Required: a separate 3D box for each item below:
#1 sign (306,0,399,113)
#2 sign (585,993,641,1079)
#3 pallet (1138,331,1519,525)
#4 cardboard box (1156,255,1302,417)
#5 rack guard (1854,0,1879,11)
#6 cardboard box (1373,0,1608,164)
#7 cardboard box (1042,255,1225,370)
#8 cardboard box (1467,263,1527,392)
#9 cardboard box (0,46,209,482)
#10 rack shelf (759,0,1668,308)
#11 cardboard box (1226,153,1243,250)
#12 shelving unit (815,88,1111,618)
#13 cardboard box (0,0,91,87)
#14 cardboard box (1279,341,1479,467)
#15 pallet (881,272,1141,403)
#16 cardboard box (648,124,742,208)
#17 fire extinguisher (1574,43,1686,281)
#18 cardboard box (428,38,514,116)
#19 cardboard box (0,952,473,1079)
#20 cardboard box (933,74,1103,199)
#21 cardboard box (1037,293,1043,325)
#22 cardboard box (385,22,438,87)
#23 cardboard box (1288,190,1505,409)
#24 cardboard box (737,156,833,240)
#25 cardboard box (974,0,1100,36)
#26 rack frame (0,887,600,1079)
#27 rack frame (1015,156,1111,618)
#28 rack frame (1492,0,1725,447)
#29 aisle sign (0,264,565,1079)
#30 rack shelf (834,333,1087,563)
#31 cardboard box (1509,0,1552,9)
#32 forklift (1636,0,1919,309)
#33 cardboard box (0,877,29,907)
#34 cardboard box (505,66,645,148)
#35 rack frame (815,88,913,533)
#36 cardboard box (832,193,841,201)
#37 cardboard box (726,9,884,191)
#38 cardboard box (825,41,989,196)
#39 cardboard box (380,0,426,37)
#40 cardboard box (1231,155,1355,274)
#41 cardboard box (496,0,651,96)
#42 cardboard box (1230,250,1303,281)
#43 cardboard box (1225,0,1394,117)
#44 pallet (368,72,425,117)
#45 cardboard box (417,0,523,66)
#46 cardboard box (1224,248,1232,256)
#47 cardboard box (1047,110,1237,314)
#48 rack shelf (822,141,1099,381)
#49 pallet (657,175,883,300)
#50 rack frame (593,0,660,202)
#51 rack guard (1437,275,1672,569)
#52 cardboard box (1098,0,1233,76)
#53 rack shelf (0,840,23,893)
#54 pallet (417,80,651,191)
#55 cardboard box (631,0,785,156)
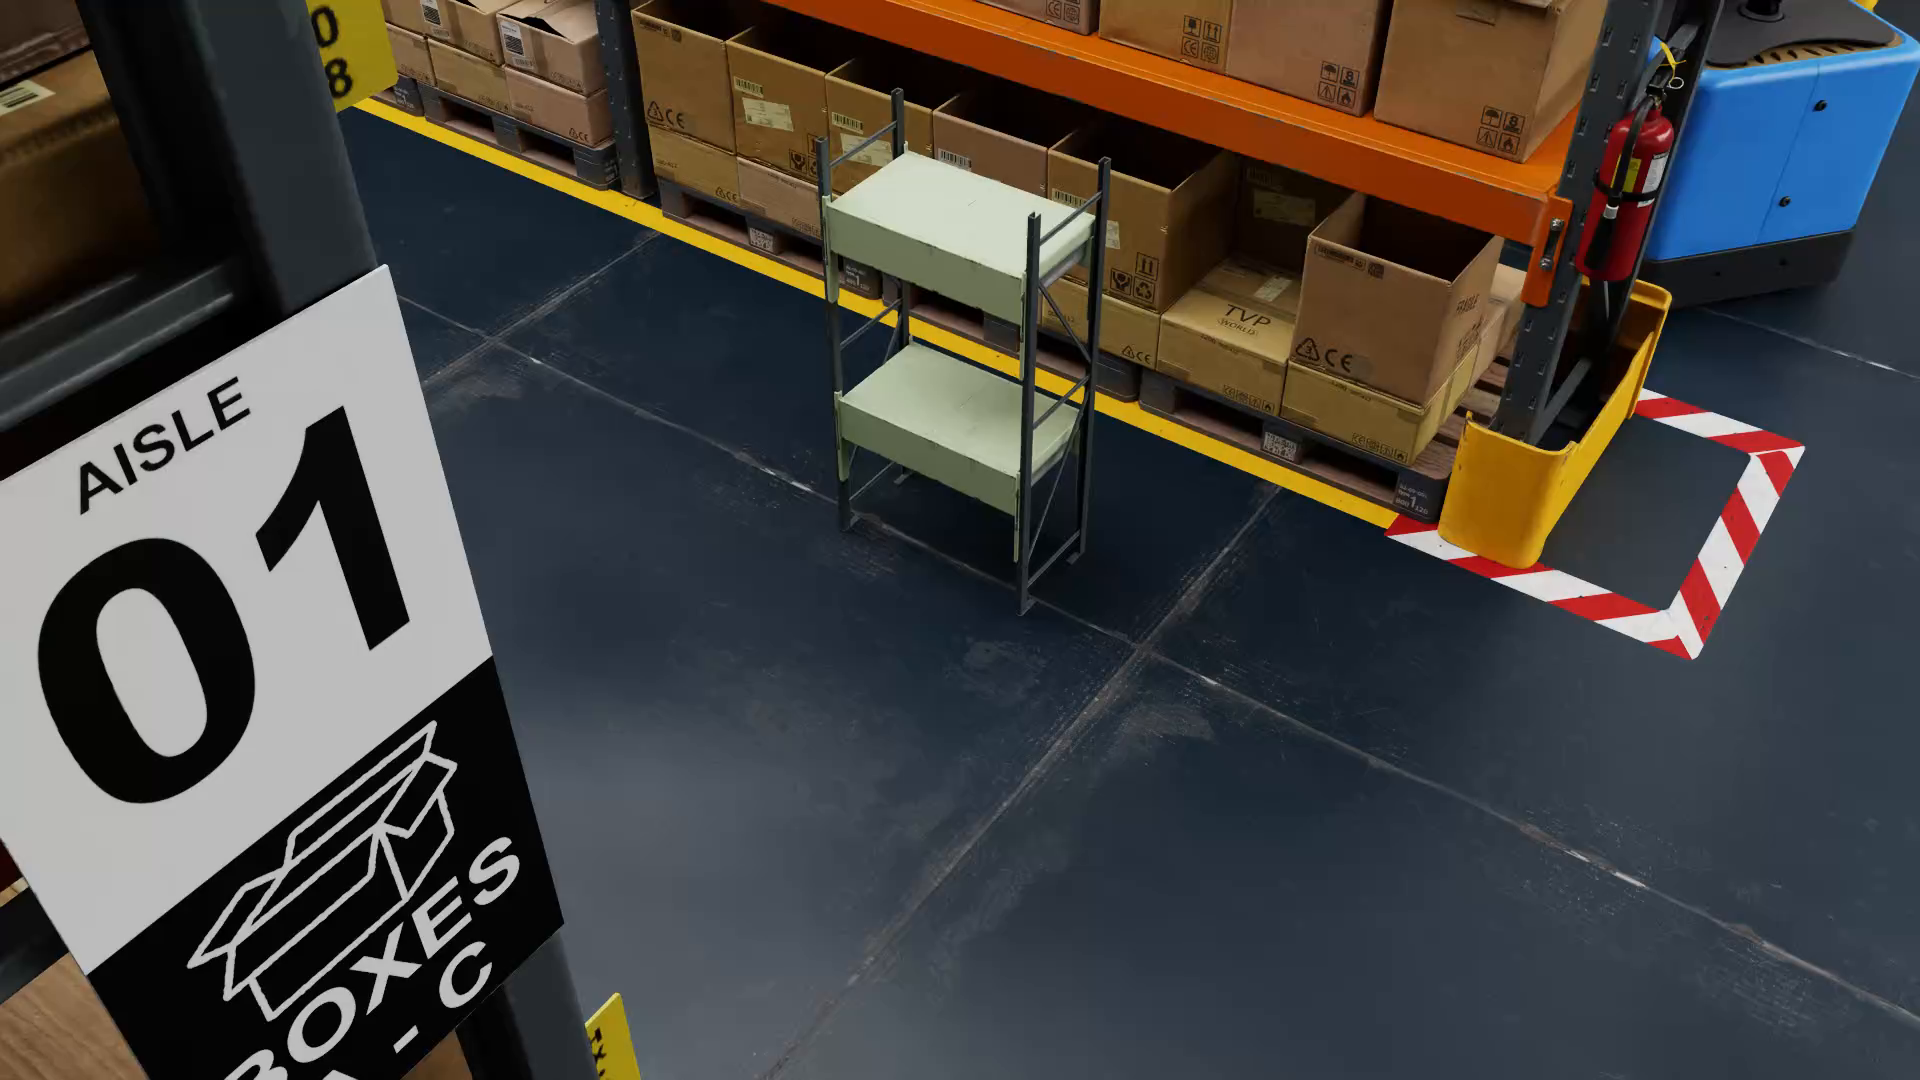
[{"bbox_3d":[-0.439,-0.429,1.075,0.005,0.325,0.100,25,48,25],"label":"sign"},{"bbox_3d":[-0.439,0.692,2.078,0.005,0.325,0.100,25,48,25],"label":"sign"},{"bbox_3d":[1.440,-0.626,6.291,1.213,0.211,1.003,25,48,25],"label":"pallet"},{"bbox_3d":[1.066,-0.755,6.092,0.500,0.250,0.500,25,48,25],"label":"cardboard box"},{"bbox_3d":[4.849,-3.169,8.917,0.348,0.500,1.175,25,48,25],"label":"rack guard"},{"bbox_3d":[1.716,-1.618,5.233,0.500,0.500,0.700,25,48,25],"label":"cardboard box"},{"bbox_3d":[0.655,-0.946,6.305,0.500,0.250,0.500,25,48,25],"label":"cardboard box"},{"bbox_3d":[1.779,-0.853,6.201,0.500,0.250,0.500,25,48,25],"label":"cardboard box"},{"bbox_3d":[-0.881,-0.116,1.291,0.500,0.500,0.500,26,48,26],"label":"cardboard box"},{"bbox_3d":[0.453,-1.892,6.155,4.000,0.370,1.077,25,48,25],"label":"rack shelf"},{"bbox_3d":[0.952,-1.508,6.370,0.500,0.500,0.500,25,48,25],"label":"cardboard box"},{"bbox_3d":[0.005,-0.556,5.247,0.755,1.500,0.431,25,48,25],"label":"shelving unit"},{"bbox_3d":[-0.927,-0.504,0.975,0.500,0.500,0.500,22,46,22],"label":"cardboard box"},{"bbox_3d":[1.482,-0.571,5.885,0.500,0.250,0.500,25,48,25],"label":"cardboard box"},{"bbox_3d":[0.446,-1.093,6.813,1.213,0.211,1.003,25,48,25],"label":"pallet"},{"bbox_3d":[-0.979,-1.715,7.164,0.500,0.250,0.500,25,48,25],"label":"cardboard box"},{"bbox_3d":[1.921,-1.067,4.751,0.183,0.674,0.296,25,48,25],"label":"fire extinguisher"},{"bbox_3d":[-2.103,-2.253,7.766,0.500,0.250,0.500,24,47,25],"label":"cardboard box"},{"bbox_3d":[-0.969,0.733,2.216,0.500,0.500,0.500,25,48,25],"label":"cardboard box"},{"bbox_3d":[0.245,-1.416,6.268,0.500,0.500,0.500,25,48,25],"label":"cardboard box"},{"bbox_3d":[0.247,-1.138,6.520,0.500,0.250,0.500,25,48,25],"label":"cardboard box"},{"bbox_3d":[-2.522,-2.449,7.984,0.500,0.250,0.500,26,48,26],"label":"cardboard box"},{"bbox_3d":[1.481,-0.849,5.634,0.500,0.500,0.500,25,48,25],"label":"cardboard box"},{"bbox_3d":[-0.572,-1.521,6.947,0.500,0.250,0.500,25,48,25],"label":"cardboard box"},{"bbox_3d":[0.447,-2.209,5.894,0.500,0.500,0.700,27,48,27],"label":"cardboard box"},{"bbox_3d":[-0.751,1.311,2.035,0.127,3.000,1.000,25,48,25],"label":"rack frame"},{"bbox_3d":[0.305,-0.416,5.090,0.023,1.500,0.400,25,48,25],"label":"rack frame"},{"bbox_3d":[2.091,-1.395,5.059,0.127,3.000,1.000,25,48,25],"label":"rack frame"},{"bbox_3d":[-0.519,0.206,1.321,0.004,0.787,0.394,25,48,25],"label":"aisle sign"},{"bbox_3d":[0.005,-0.313,5.464,0.720,0.370,0.431,25,48,25],"label":"rack shelf"},{"bbox_3d":[1.668,-1.716,4.857,0.250,0.149,0.380,24,47,25],"label":"cardboard box"},{"bbox_3d":[2.753,-2.994,6.898,1.130,2.935,3.031,-10,43,-11],"label":"forklift"},{"bbox_3d":[-1.368,0.539,2.434,0.500,0.500,0.500,25,48,25],"label":"cardboard box"},{"bbox_3d":[-1.690,-2.059,7.548,0.500,0.250,0.500,25,47,25],"label":"cardboard box"},{"bbox_3d":[-0.294,-0.697,5.404,0.023,1.500,0.400,25,48,25],"label":"rack frame"},{"bbox_3d":[-0.166,-1.327,6.730,0.500,0.250,0.500,25,48,25],"label":"cardboard box"},{"bbox_3d":[-0.571,-1.802,6.699,0.500,0.500,0.500,25,48,25],"label":"cardboard box"},{"bbox_3d":[-0.166,-1.606,6.480,0.500,0.500,0.500,25,48,25],"label":"cardboard box"},{"bbox_3d":[-2.517,-2.654,7.793,0.500,0.311,0.500,25,47,25],"label":"cardboard box"},{"bbox_3d":[1.369,-1.323,6.164,0.500,0.500,0.500,25,48,25],"label":"cardboard box"},{"bbox_3d":[-1.680,-2.266,7.359,0.500,0.311,0.500,25,48,25],"label":"cardboard box"},{"bbox_3d":[1.368,-1.043,6.413,0.500,0.250,0.500,25,48,25],"label":"cardboard box"},{"bbox_3d":[1.283,-1.816,5.455,0.500,0.500,0.700,26,48,26],"label":"cardboard box"},{"bbox_3d":[-2.813,-2.615,8.514,1.213,0.211,1.003,25,48,25],"label":"pallet"},{"bbox_3d":[-2.110,-2.461,7.578,0.500,0.311,0.500,26,48,26],"label":"cardboard box"},{"bbox_3d":[0.959,-1.234,6.627,0.500,0.250,0.500,25,48,25],"label":"cardboard box"},{"bbox_3d":[0.654,-1.224,6.053,0.500,0.500,0.500,25,48,25],"label":"cardboard box"},{"bbox_3d":[0.005,-0.847,4.987,0.720,0.370,0.431,25,48,25],"label":"rack shelf"},{"bbox_3d":[-0.557,-1.560,7.335,1.213,0.211,1.003,25,48,25],"label":"pallet"},{"bbox_3d":[-1.184,-2.926,6.771,0.127,3.000,1.000,25,48,25],"label":"rack frame"},{"bbox_3d":[2.110,-0.454,5.883,0.348,0.500,1.175,25,48,25],"label":"rack guard"},{"bbox_3d":[0.880,-2.009,5.671,0.500,0.500,0.700,25,48,26],"label":"cardboard box"},{"bbox_3d":[-2.388,-0.304,2.131,4.000,0.370,1.077,25,48,25],"label":"rack shelf"},{"bbox_3d":[-1.810,-2.148,7.992,1.213,0.211,1.003,25,48,25],"label":"pallet"},{"bbox_3d":[-0.984,-1.989,6.908,0.500,0.500,0.500,25,48,25],"label":"cardboard box"}]
